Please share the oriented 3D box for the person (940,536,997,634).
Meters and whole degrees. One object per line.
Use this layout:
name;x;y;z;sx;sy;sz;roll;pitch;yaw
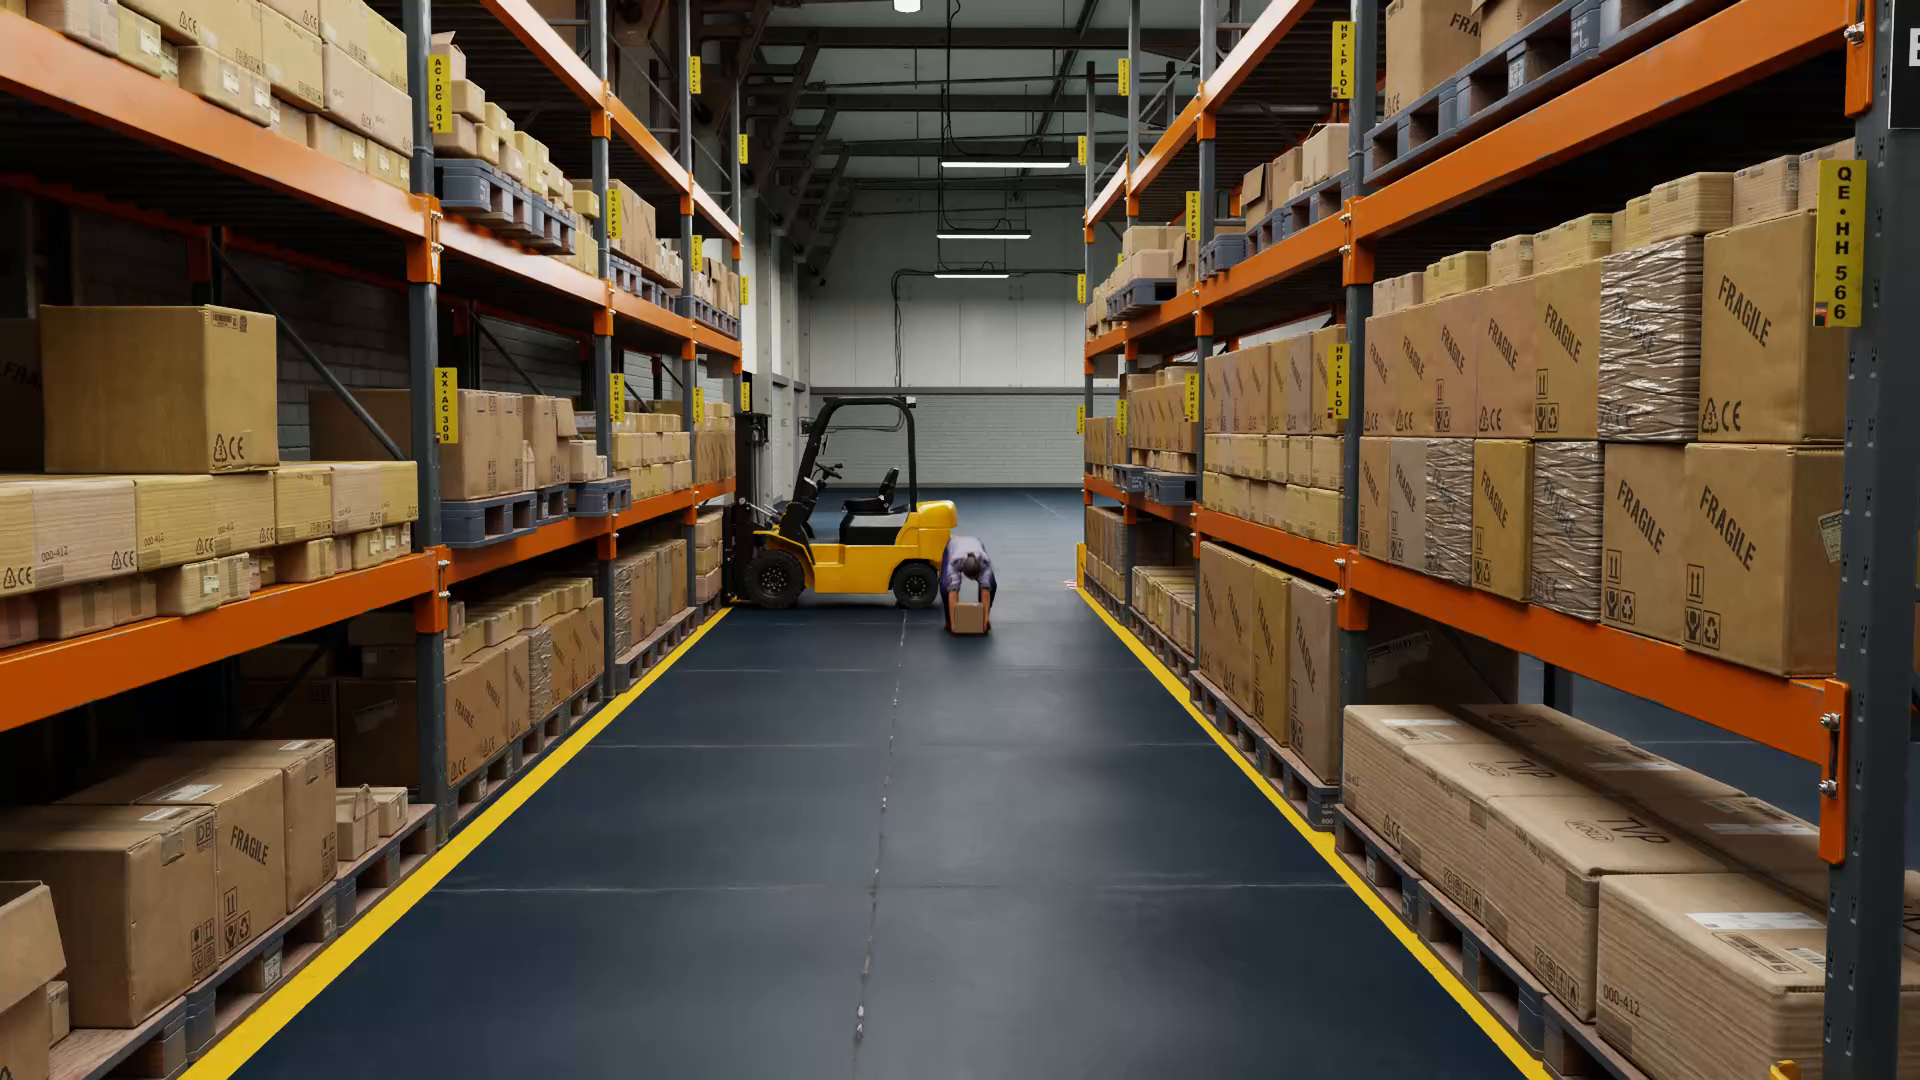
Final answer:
person;0.075;0.403;15.052;0.519;0.854;0.899;0;4;-4
